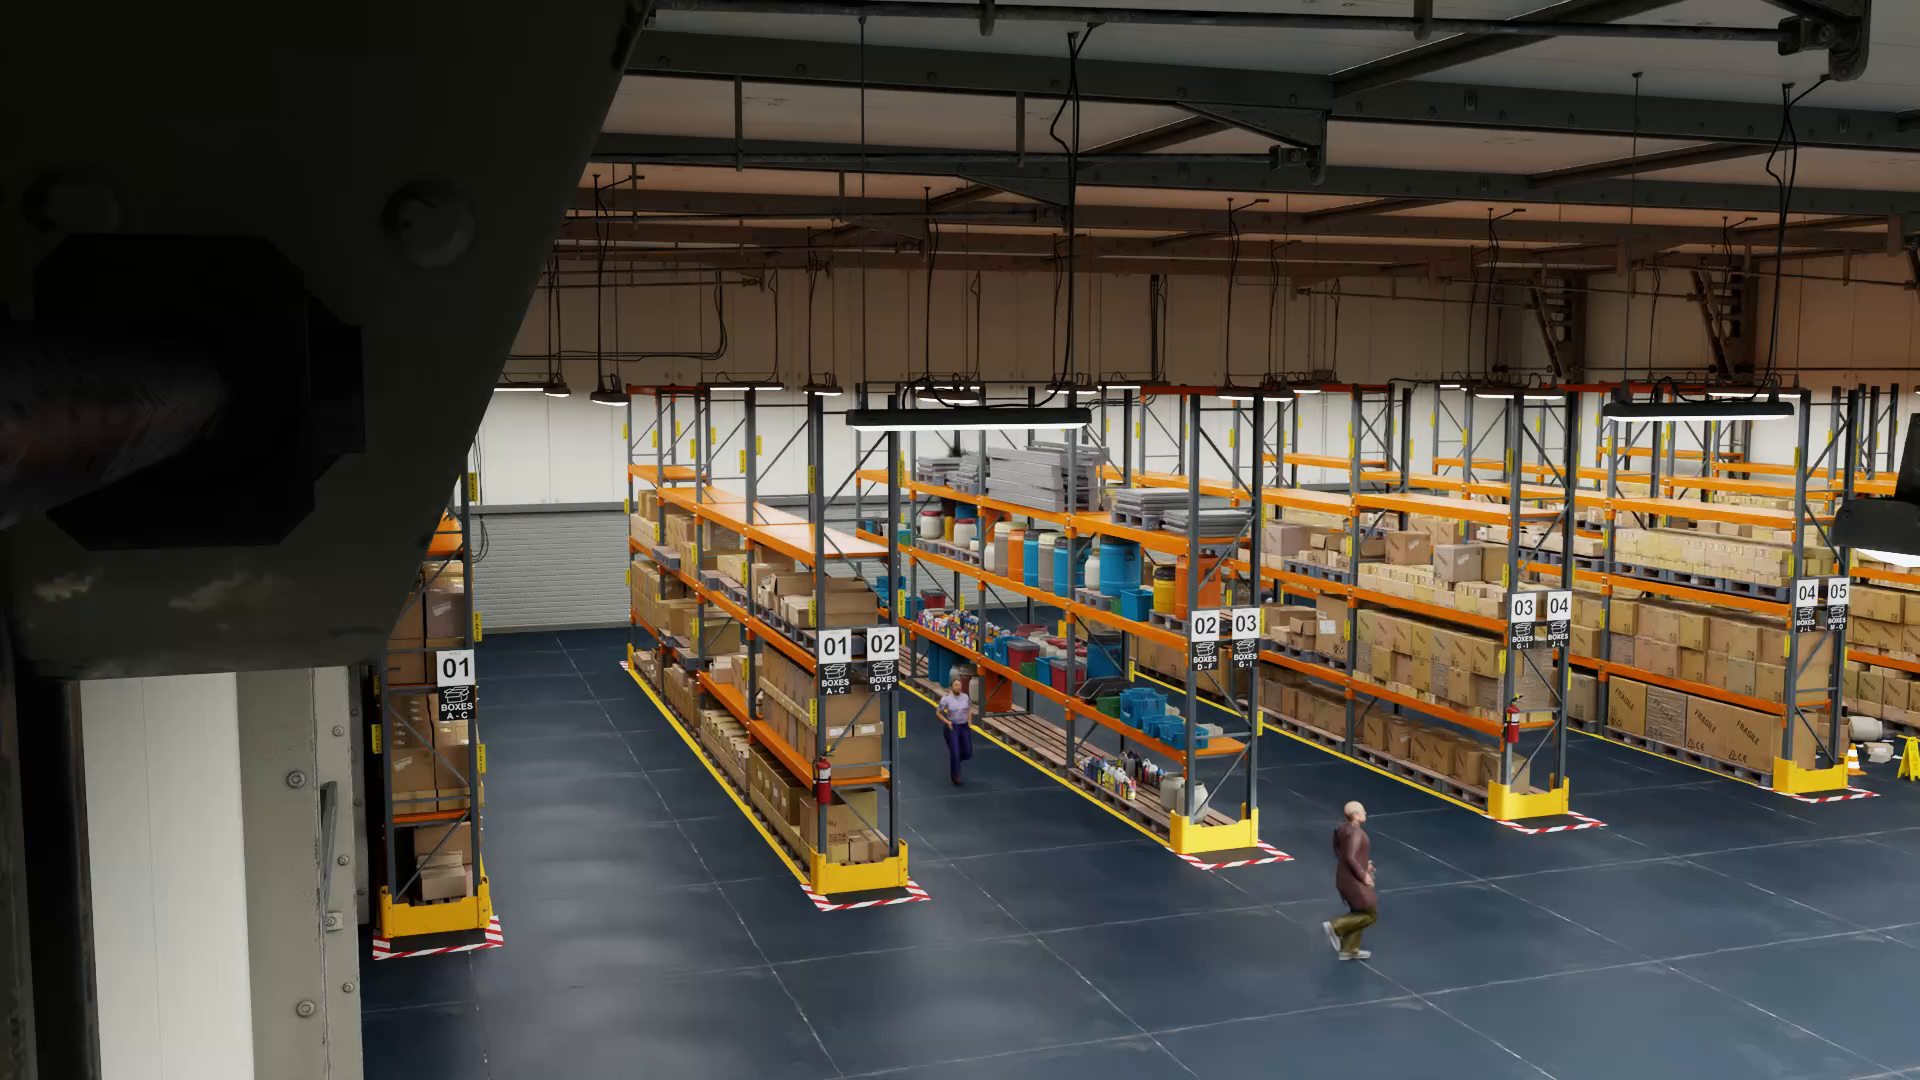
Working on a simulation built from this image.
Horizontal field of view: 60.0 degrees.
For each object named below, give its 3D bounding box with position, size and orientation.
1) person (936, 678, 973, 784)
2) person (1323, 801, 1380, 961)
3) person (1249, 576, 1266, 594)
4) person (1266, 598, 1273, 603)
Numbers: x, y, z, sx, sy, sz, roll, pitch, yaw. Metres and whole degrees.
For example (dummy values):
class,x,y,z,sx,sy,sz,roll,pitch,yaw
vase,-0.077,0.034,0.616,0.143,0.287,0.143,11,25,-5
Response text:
class,x,y,z,sx,sy,sz,roll,pitch,yaw
person,-0.064,2.909,25.481,0.605,1.593,0.546,-3,6,-24
person,4.181,3.687,17.797,0.642,1.641,0.675,-1,6,-6
person,7.376,1.276,41.357,0.710,1.560,0.565,-1,6,-13
person,6.388,1.999,34.269,0.607,1.627,0.549,-3,7,-26
